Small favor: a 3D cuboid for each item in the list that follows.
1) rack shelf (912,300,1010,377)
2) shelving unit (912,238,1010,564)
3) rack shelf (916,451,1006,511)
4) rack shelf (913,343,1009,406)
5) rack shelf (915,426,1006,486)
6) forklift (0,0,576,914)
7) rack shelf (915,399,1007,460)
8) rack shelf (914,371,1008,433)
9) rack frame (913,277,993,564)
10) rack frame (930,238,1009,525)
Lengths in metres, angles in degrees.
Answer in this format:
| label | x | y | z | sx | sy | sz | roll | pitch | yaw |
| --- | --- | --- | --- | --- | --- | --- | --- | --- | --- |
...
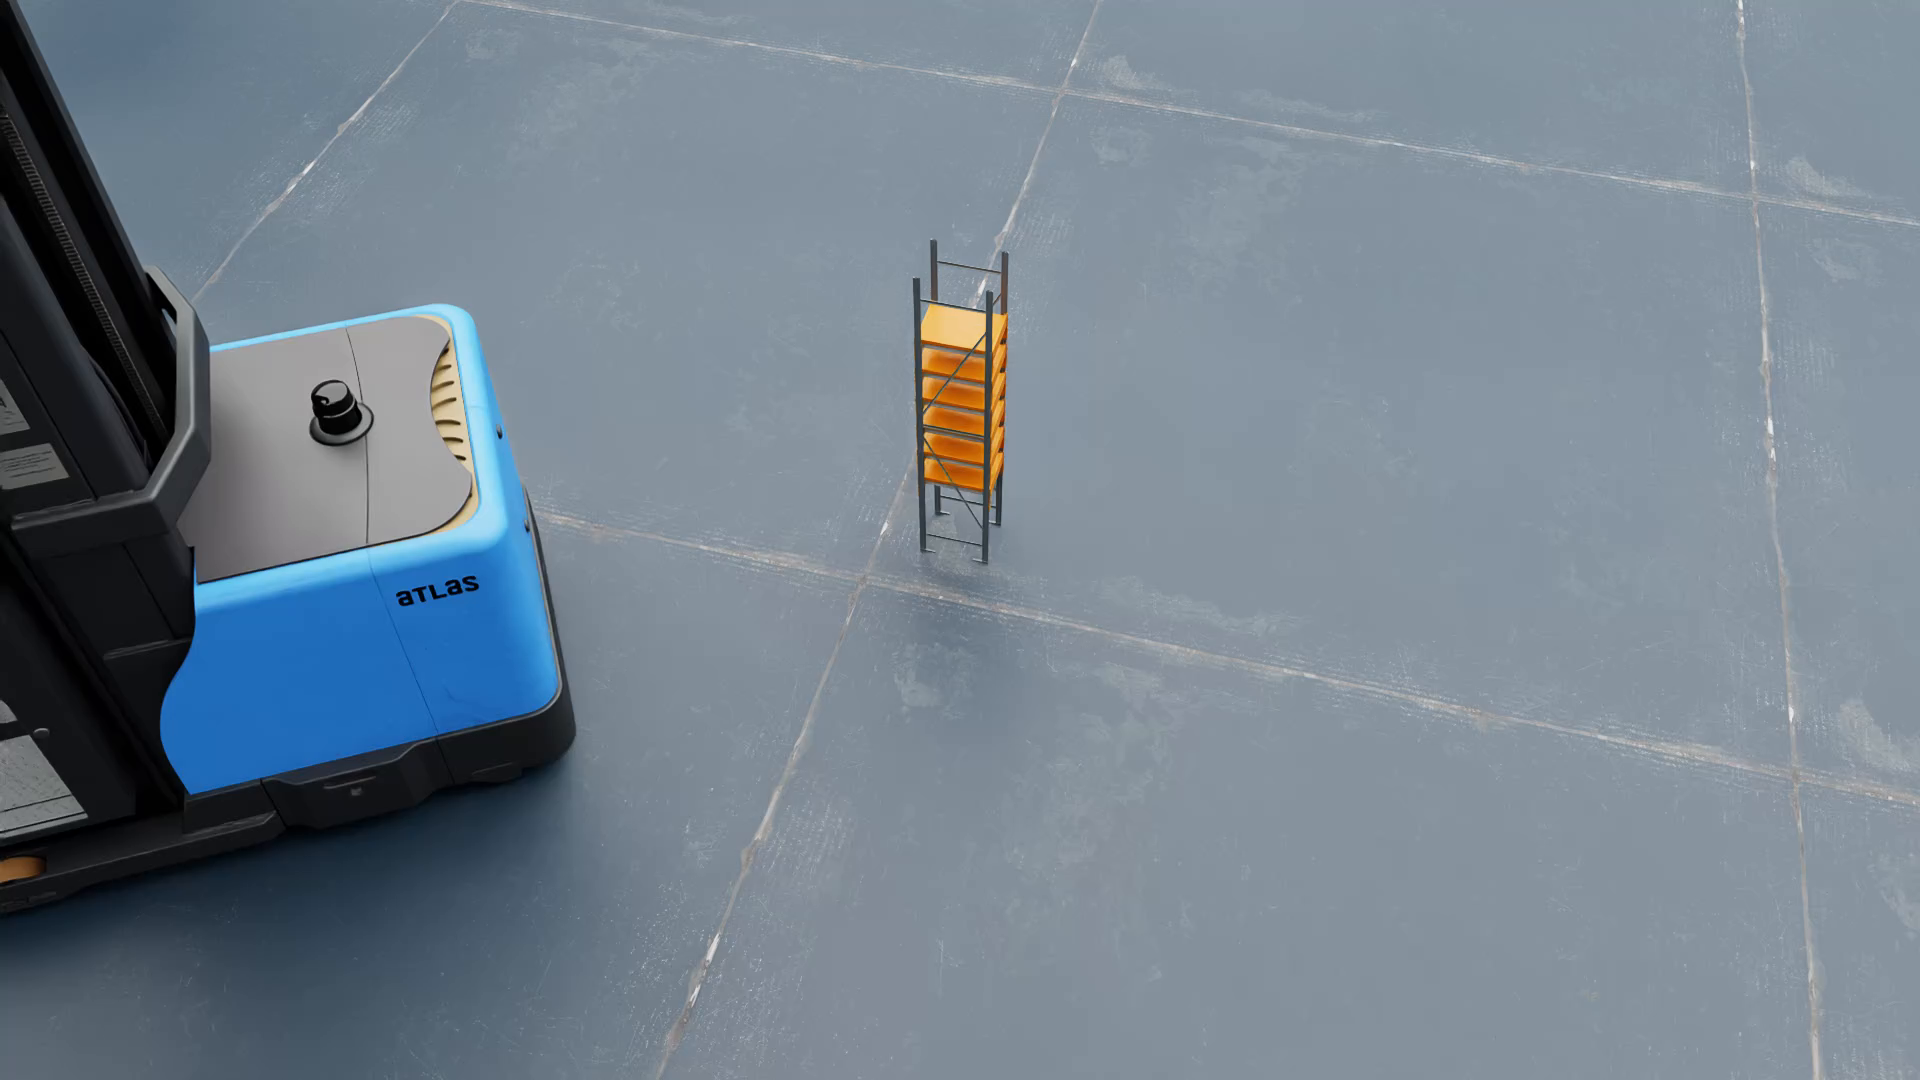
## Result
| label | x | y | z | sx | sy | sz | roll | pitch | yaw |
| --- | --- | --- | --- | --- | --- | --- | --- | --- | --- |
| rack shelf | 0.004 | -0.616 | 5.073 | 0.258 | 0.103 | 0.180 | 12 | 50 | 10 |
| shelving unit | 0.004 | -0.407 | 5.309 | 0.258 | 1.200 | 0.189 | 12 | 50 | 10 |
| rack shelf | 0.004 | -0.219 | 5.523 | 0.258 | 0.103 | 0.180 | 12 | 50 | 10 |
| rack shelf | 0.004 | -0.537 | 5.163 | 0.258 | 0.103 | 0.180 | 12 | 50 | 10 |
| rack shelf | 0.004 | -0.299 | 5.433 | 0.258 | 0.103 | 0.180 | 12 | 50 | 10 |
| forklift | -2.759 | -0.308 | 4.067 | 3.031 | 2.935 | 1.130 | -13 | 50 | -11 |
| rack shelf | 0.004 | -0.378 | 5.343 | 0.258 | 0.103 | 0.180 | 12 | 50 | 10 |
| rack shelf | 0.004 | -0.458 | 5.253 | 0.258 | 0.103 | 0.180 | 12 | 50 | 10 |
| rack frame | -0.020 | -0.341 | 5.251 | 0.240 | 1.200 | 0.006 | 12 | 50 | 10 |
| rack frame | 0.028 | -0.474 | 5.368 | 0.240 | 1.200 | 0.006 | 12 | 50 | 10 |
